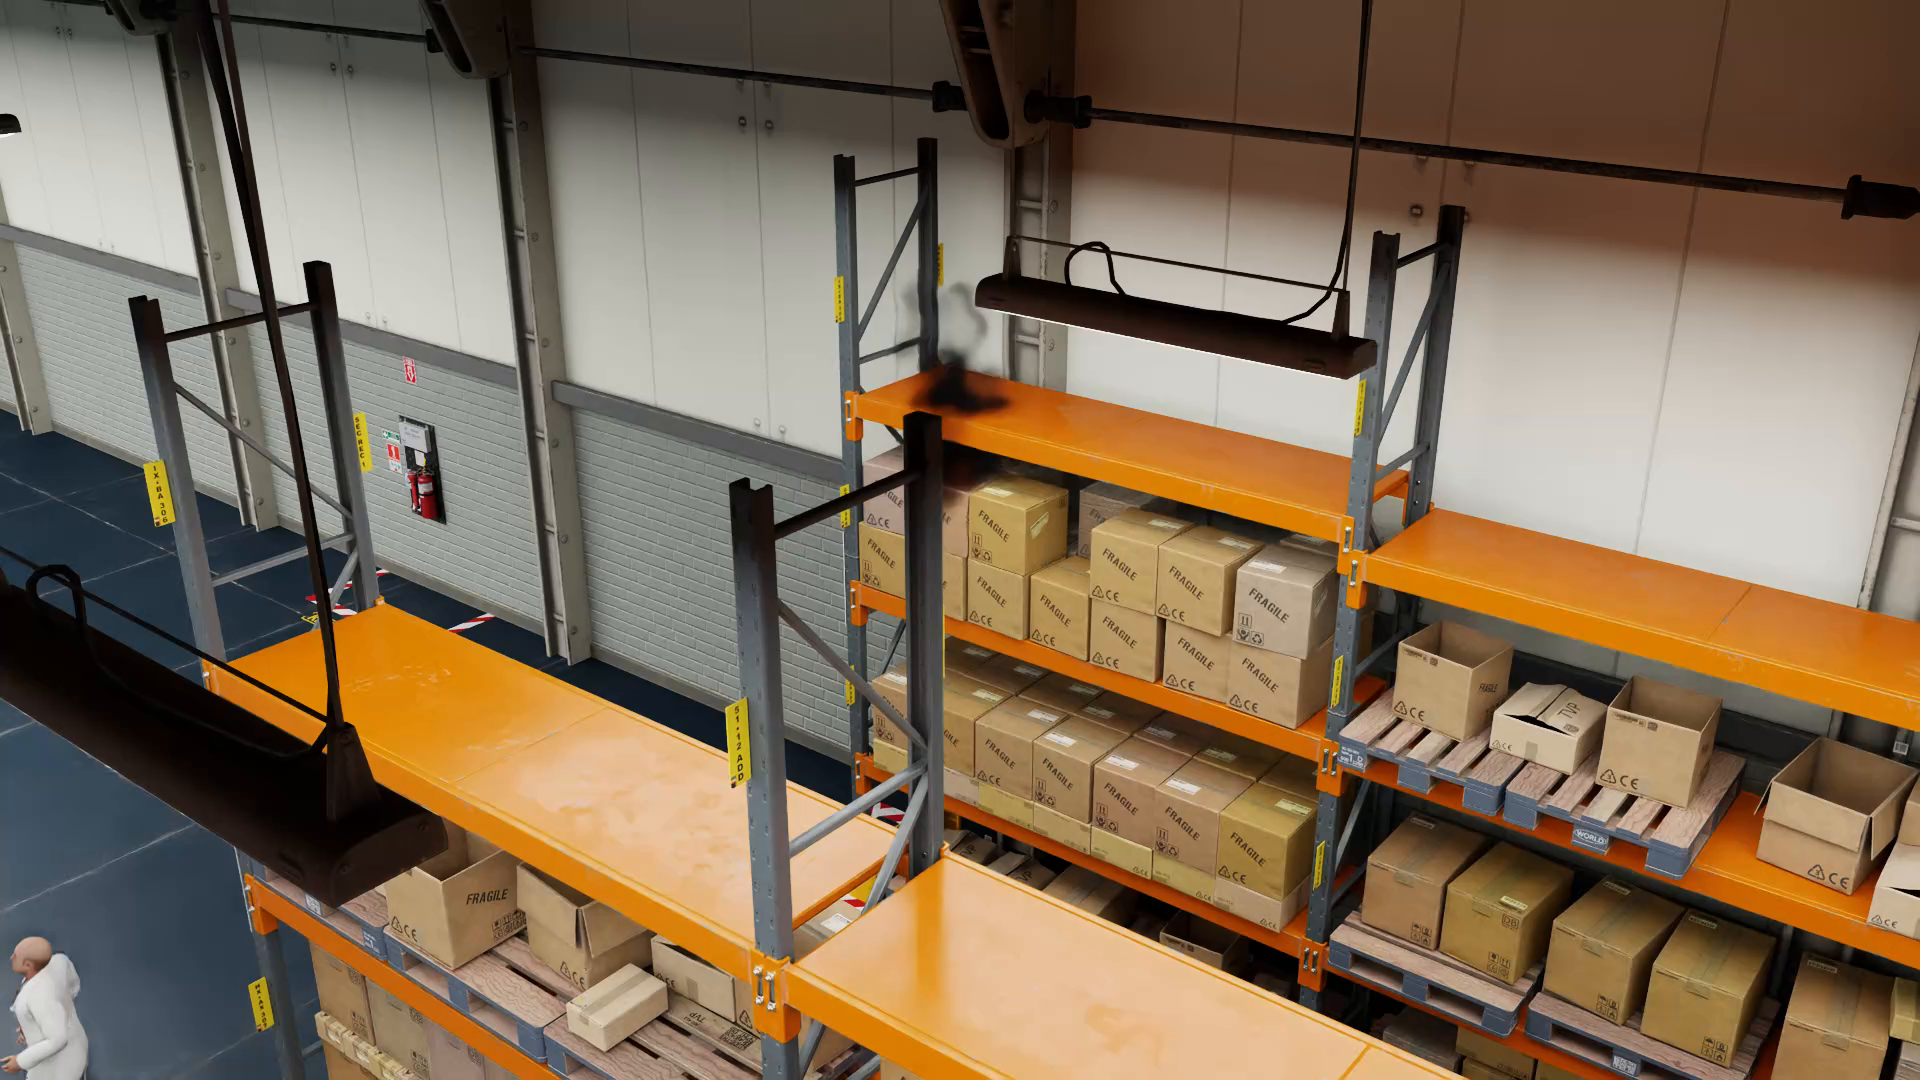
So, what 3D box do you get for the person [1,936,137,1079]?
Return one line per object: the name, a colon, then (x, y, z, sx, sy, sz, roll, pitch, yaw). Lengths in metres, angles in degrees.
person: (-5.638, 3.256, 10.528, 0.735, 1.759, 0.712, -8, 24, -19)
